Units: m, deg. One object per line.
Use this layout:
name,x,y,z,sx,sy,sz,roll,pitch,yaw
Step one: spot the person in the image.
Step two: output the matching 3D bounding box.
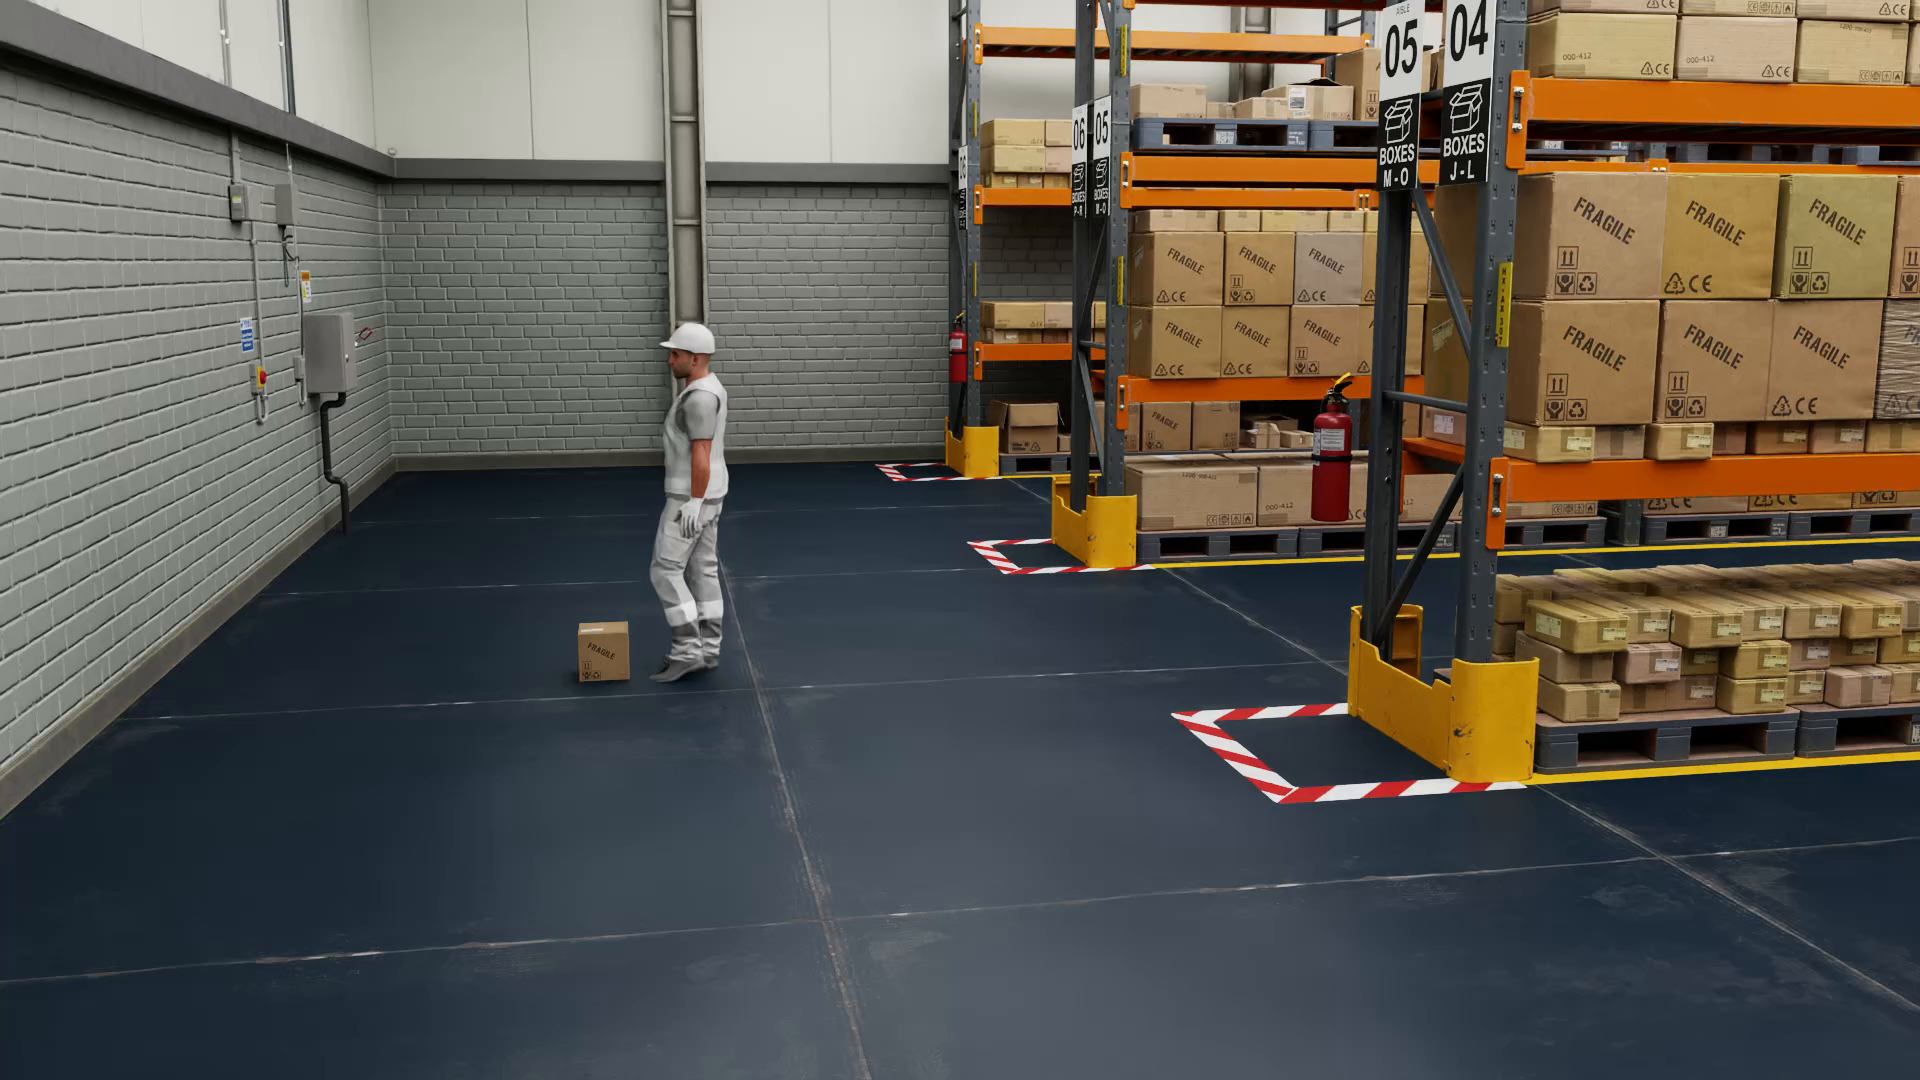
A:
person,-1.382,-0.197,8.528,0.402,1.820,0.590,0,10,1
